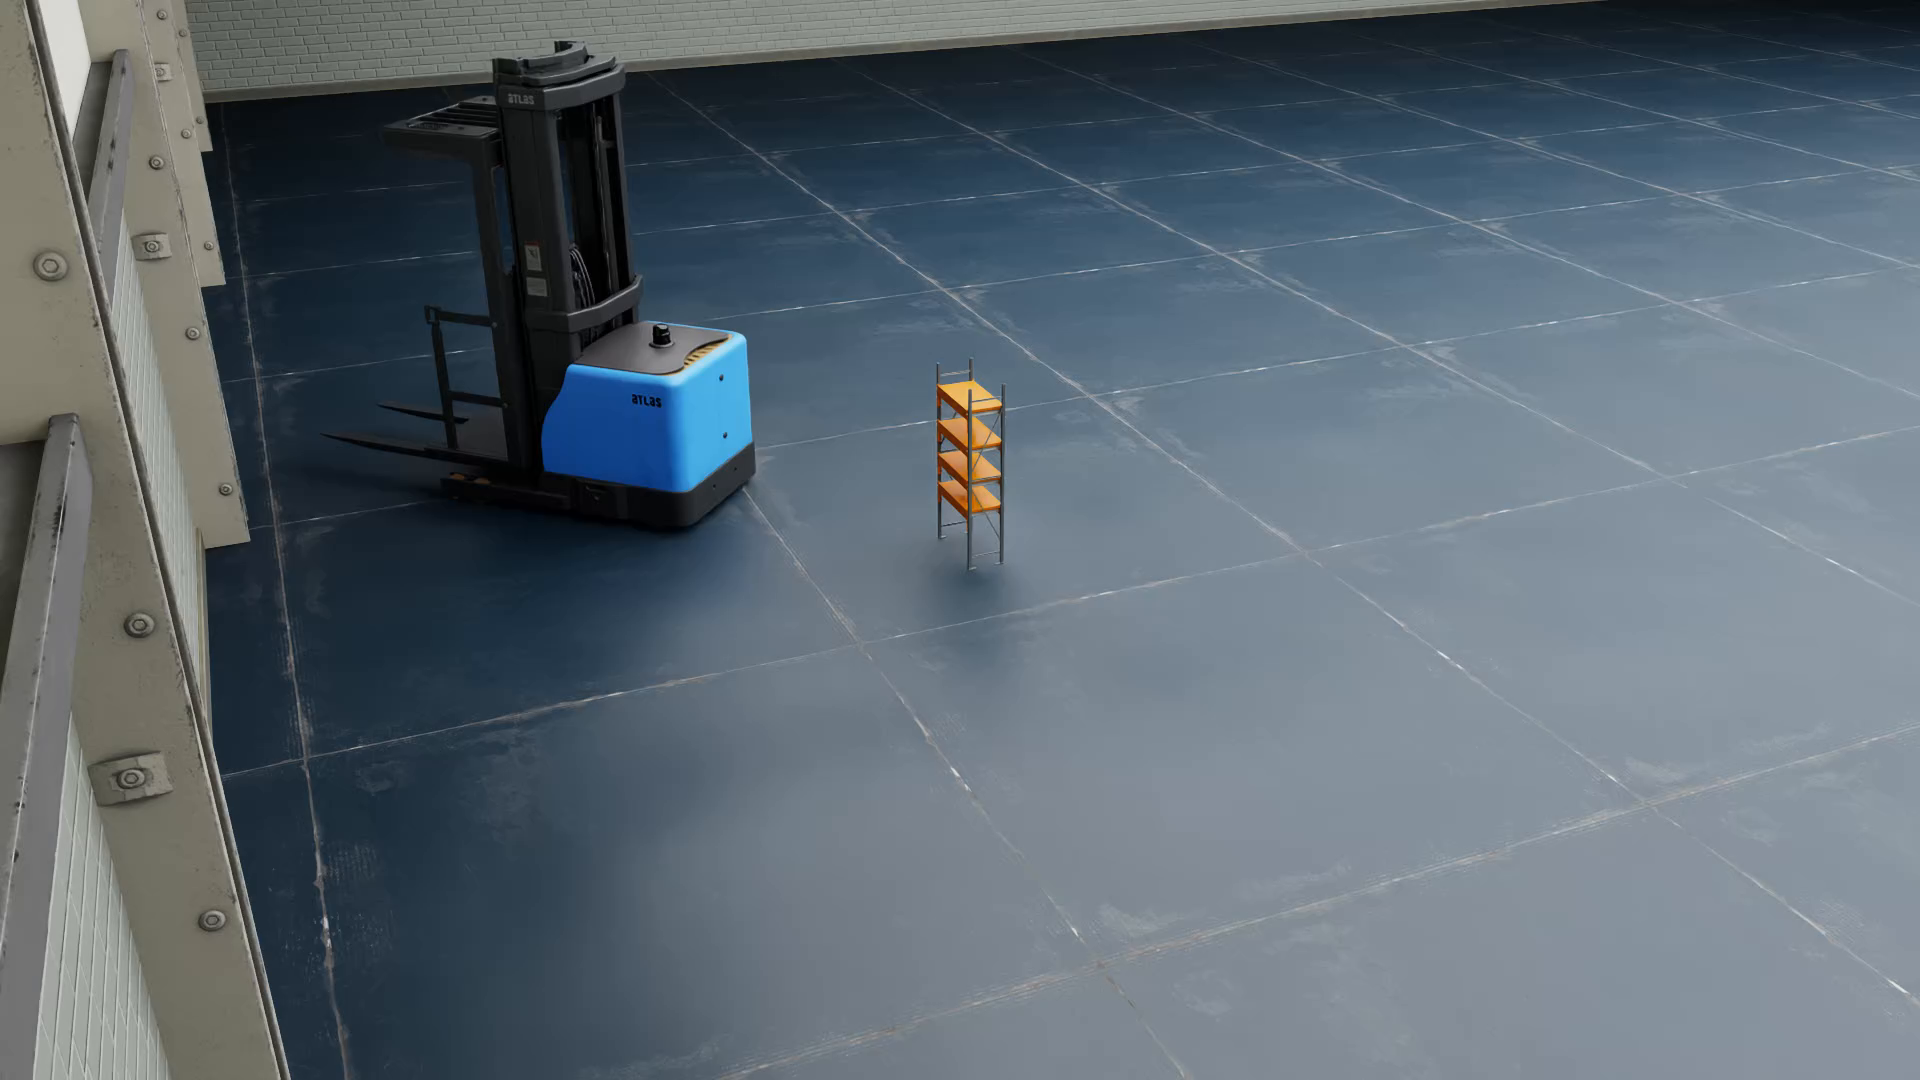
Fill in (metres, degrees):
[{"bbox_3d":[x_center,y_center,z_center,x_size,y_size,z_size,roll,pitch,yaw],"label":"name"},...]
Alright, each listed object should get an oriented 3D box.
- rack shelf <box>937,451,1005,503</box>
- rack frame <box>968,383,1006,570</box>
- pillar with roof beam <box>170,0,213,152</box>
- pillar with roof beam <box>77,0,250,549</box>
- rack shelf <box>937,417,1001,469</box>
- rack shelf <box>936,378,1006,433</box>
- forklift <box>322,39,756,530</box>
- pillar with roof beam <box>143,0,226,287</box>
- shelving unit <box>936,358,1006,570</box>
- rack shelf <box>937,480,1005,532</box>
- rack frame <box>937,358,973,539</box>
[{"bbox_3d":[0.065,-0.412,10.379,0.258,0.148,0.480,-11,28,-21],"label":"rack shelf"},{"bbox_3d":[0.160,-0.374,10.148,0.240,1.200,0.015,-11,28,-21],"label":"rack frame"},{"bbox_3d":[-5.538,-9.672,20.304,9.100,9.000,0.400,-11,28,-21],"label":"pillar with roof beam"},{"bbox_3d":[-0.839,-4.828,10.382,9.100,9.000,0.400,-11,28,-21],"label":"pillar with roof beam"},{"bbox_3d":[0.065,-0.613,10.281,0.258,0.148,0.480,-11,28,-21],"label":"rack shelf"},{"bbox_3d":[0.065,-0.825,10.177,0.258,0.148,0.480,-11,28,-21],"label":"rack shelf"},{"bbox_3d":[-2.988,-1.773,11.040,3.031,2.935,1.130,9,28,18],"label":"forklift"},{"bbox_3d":[-3.188,-7.250,15.343,9.100,9.000,0.400,-11,28,-21],"label":"pillar with roof beam"},{"bbox_3d":[0.065,-0.472,10.350,0.258,1.200,0.503,-11,28,-21],"label":"shelving unit"},{"bbox_3d":[0.065,-0.233,10.467,0.258,0.148,0.480,-11,28,-21],"label":"rack shelf"},{"bbox_3d":[-0.031,-0.571,10.552,0.240,1.200,0.015,-11,28,-21],"label":"rack frame"}]
